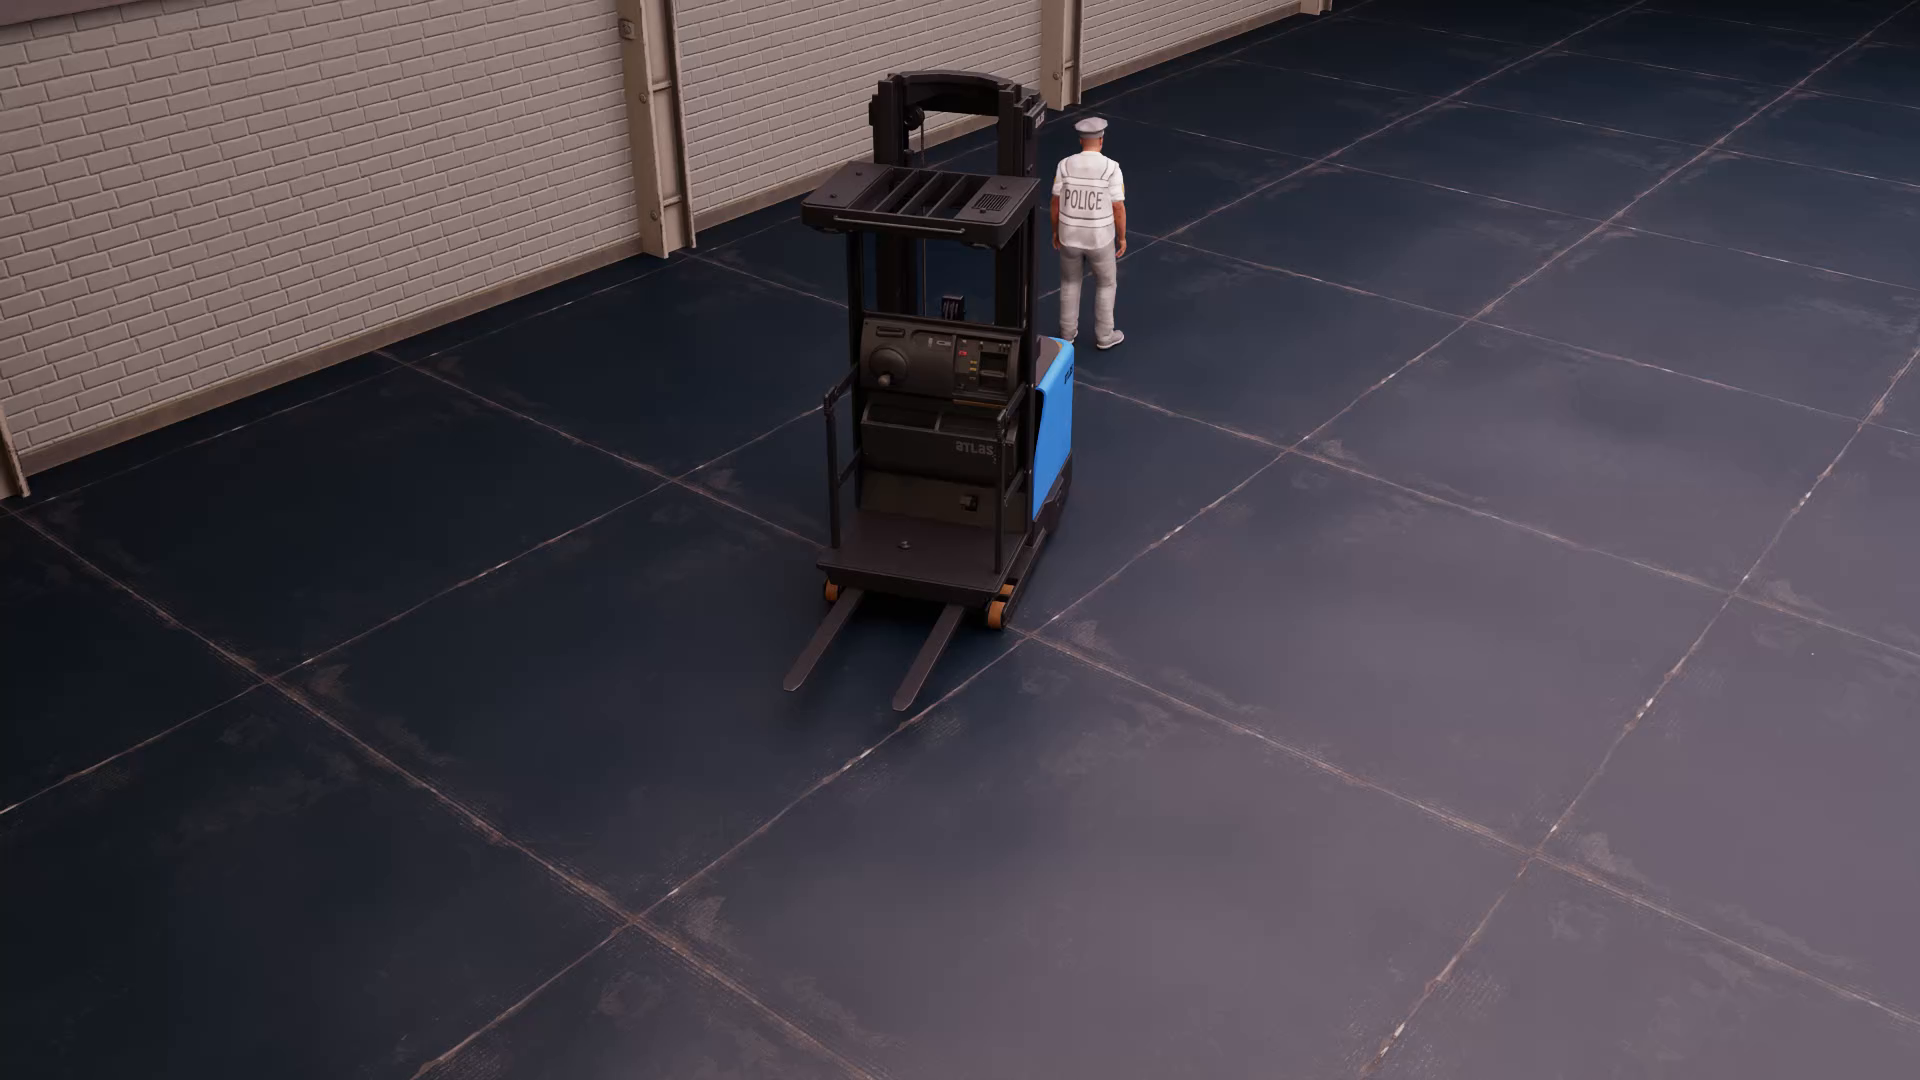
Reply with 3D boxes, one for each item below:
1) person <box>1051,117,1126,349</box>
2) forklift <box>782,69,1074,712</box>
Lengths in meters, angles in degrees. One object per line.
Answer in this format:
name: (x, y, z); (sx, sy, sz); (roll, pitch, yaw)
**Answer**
person: (0.978, -2.319, 12.735); (0.587, 1.748, 0.433); (10, 32, 16)
forklift: (-0.176, -0.972, 9.258); (1.130, 2.935, 3.031); (9, 31, 14)
